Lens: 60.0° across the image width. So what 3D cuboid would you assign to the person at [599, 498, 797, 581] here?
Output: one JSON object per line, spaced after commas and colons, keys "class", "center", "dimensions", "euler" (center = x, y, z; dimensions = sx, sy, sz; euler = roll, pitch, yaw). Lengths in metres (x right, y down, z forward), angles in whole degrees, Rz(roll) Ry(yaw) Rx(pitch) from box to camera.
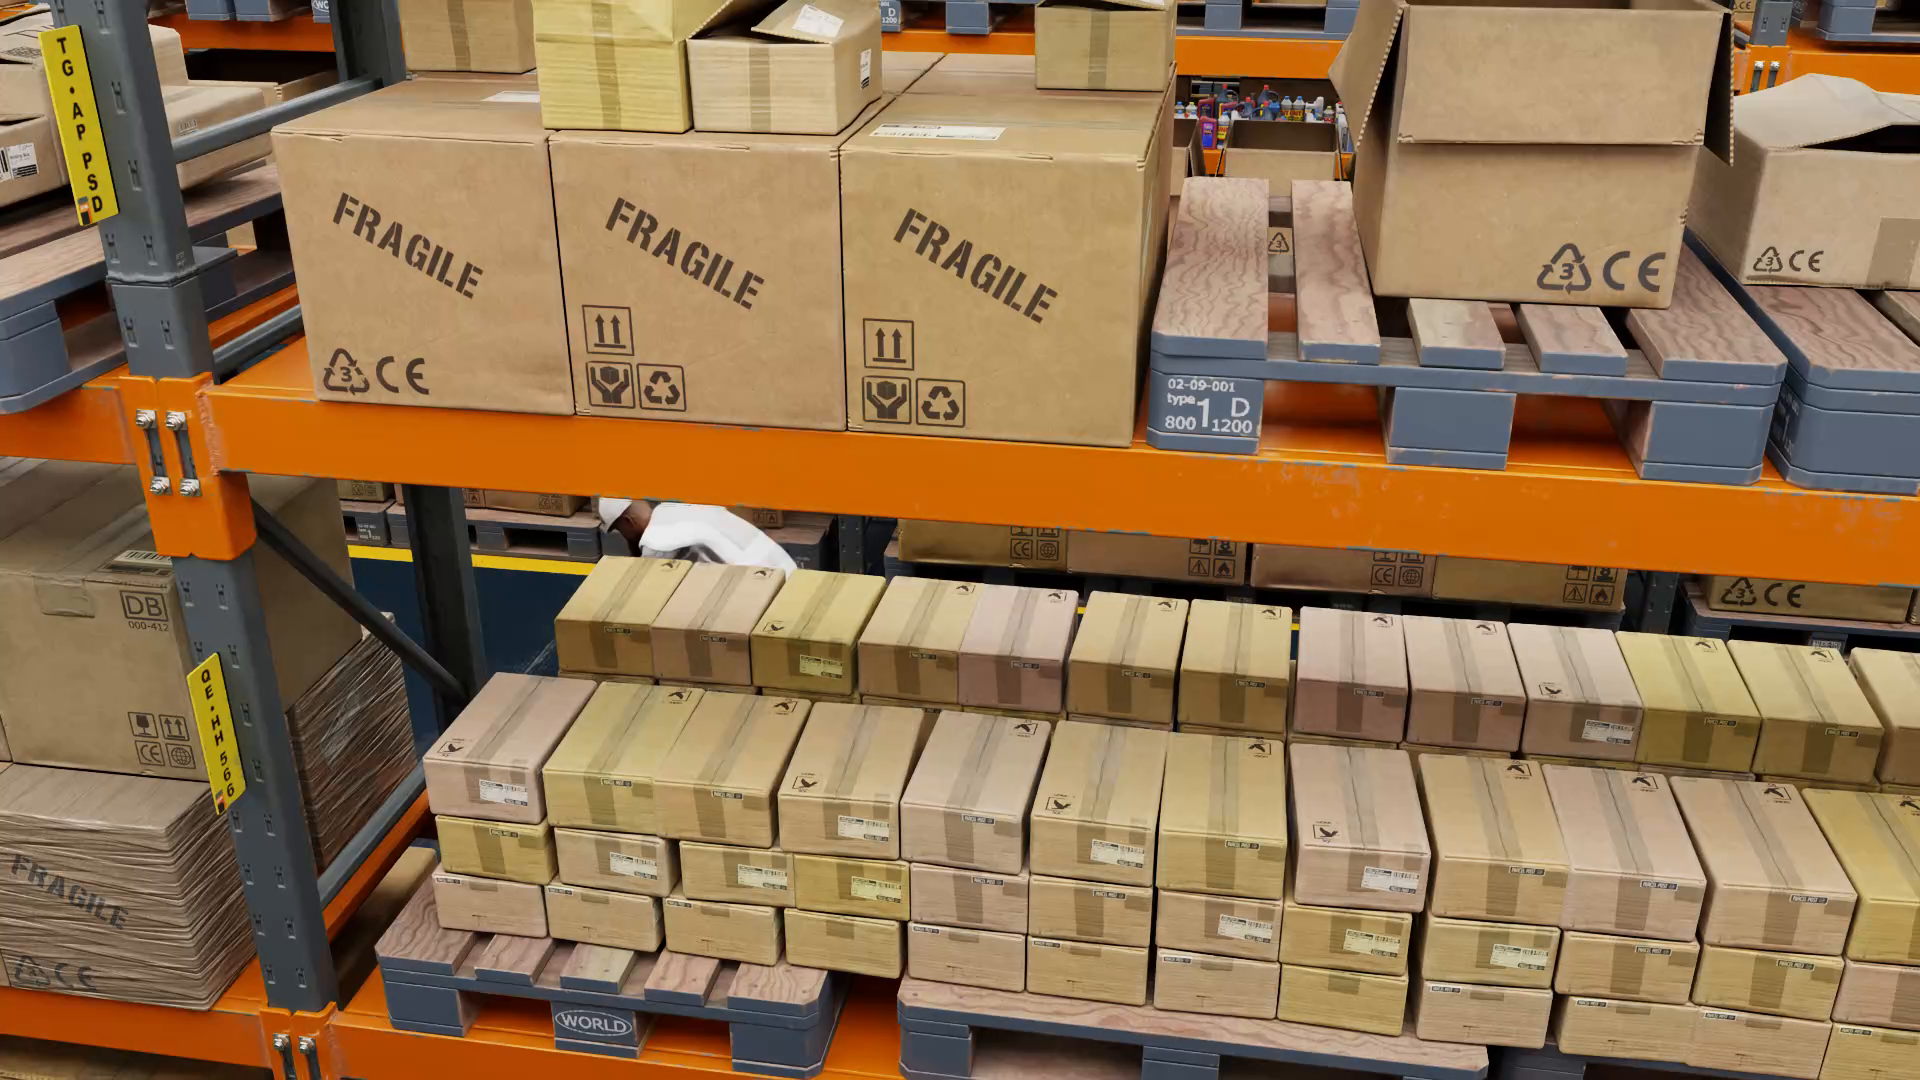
{"class": "person", "center": [-1.223, 0.183, 7.763], "dimensions": [0.905, 0.888, 0.578], "euler": [8, 26, 18]}
